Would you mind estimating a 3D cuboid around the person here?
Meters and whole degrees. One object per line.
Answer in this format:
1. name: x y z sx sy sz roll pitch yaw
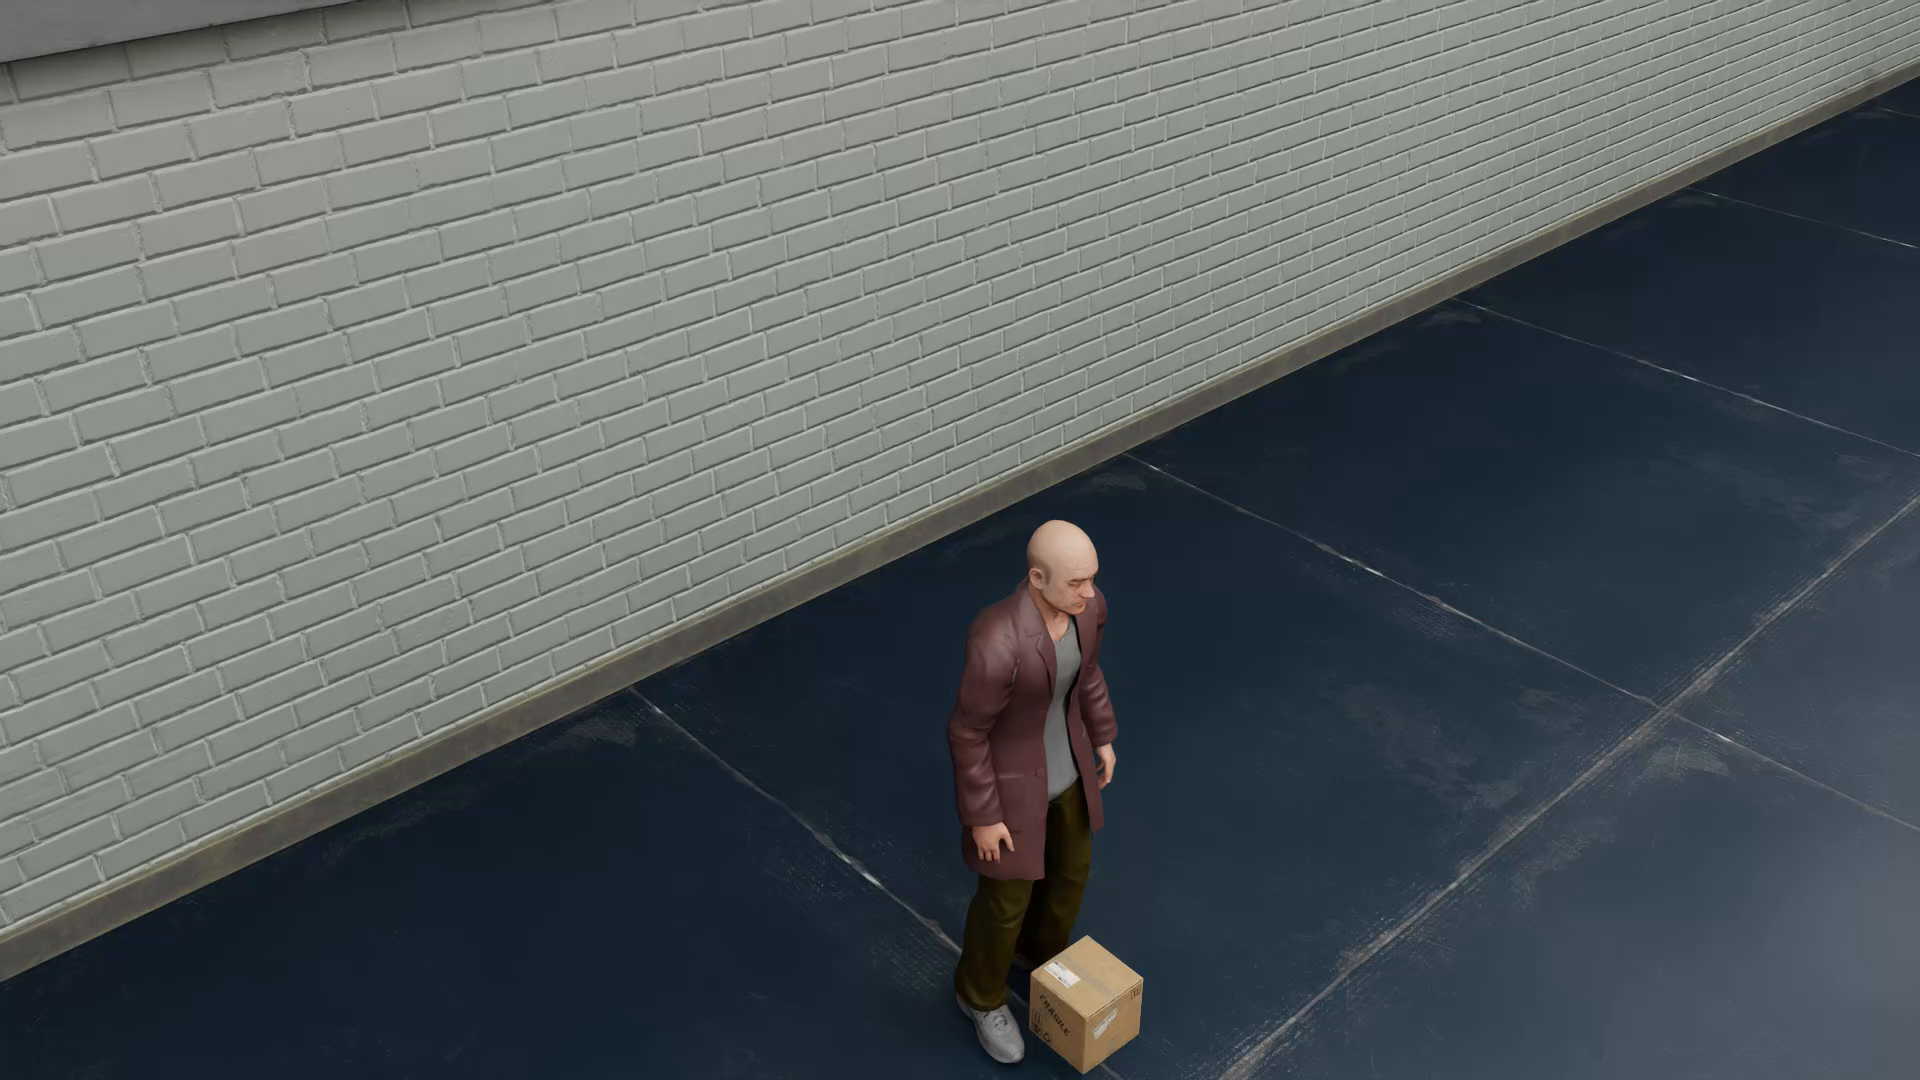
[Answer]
1. person: 0.224 0.714 4.977 0.654 1.774 0.416 -27 40 -36
